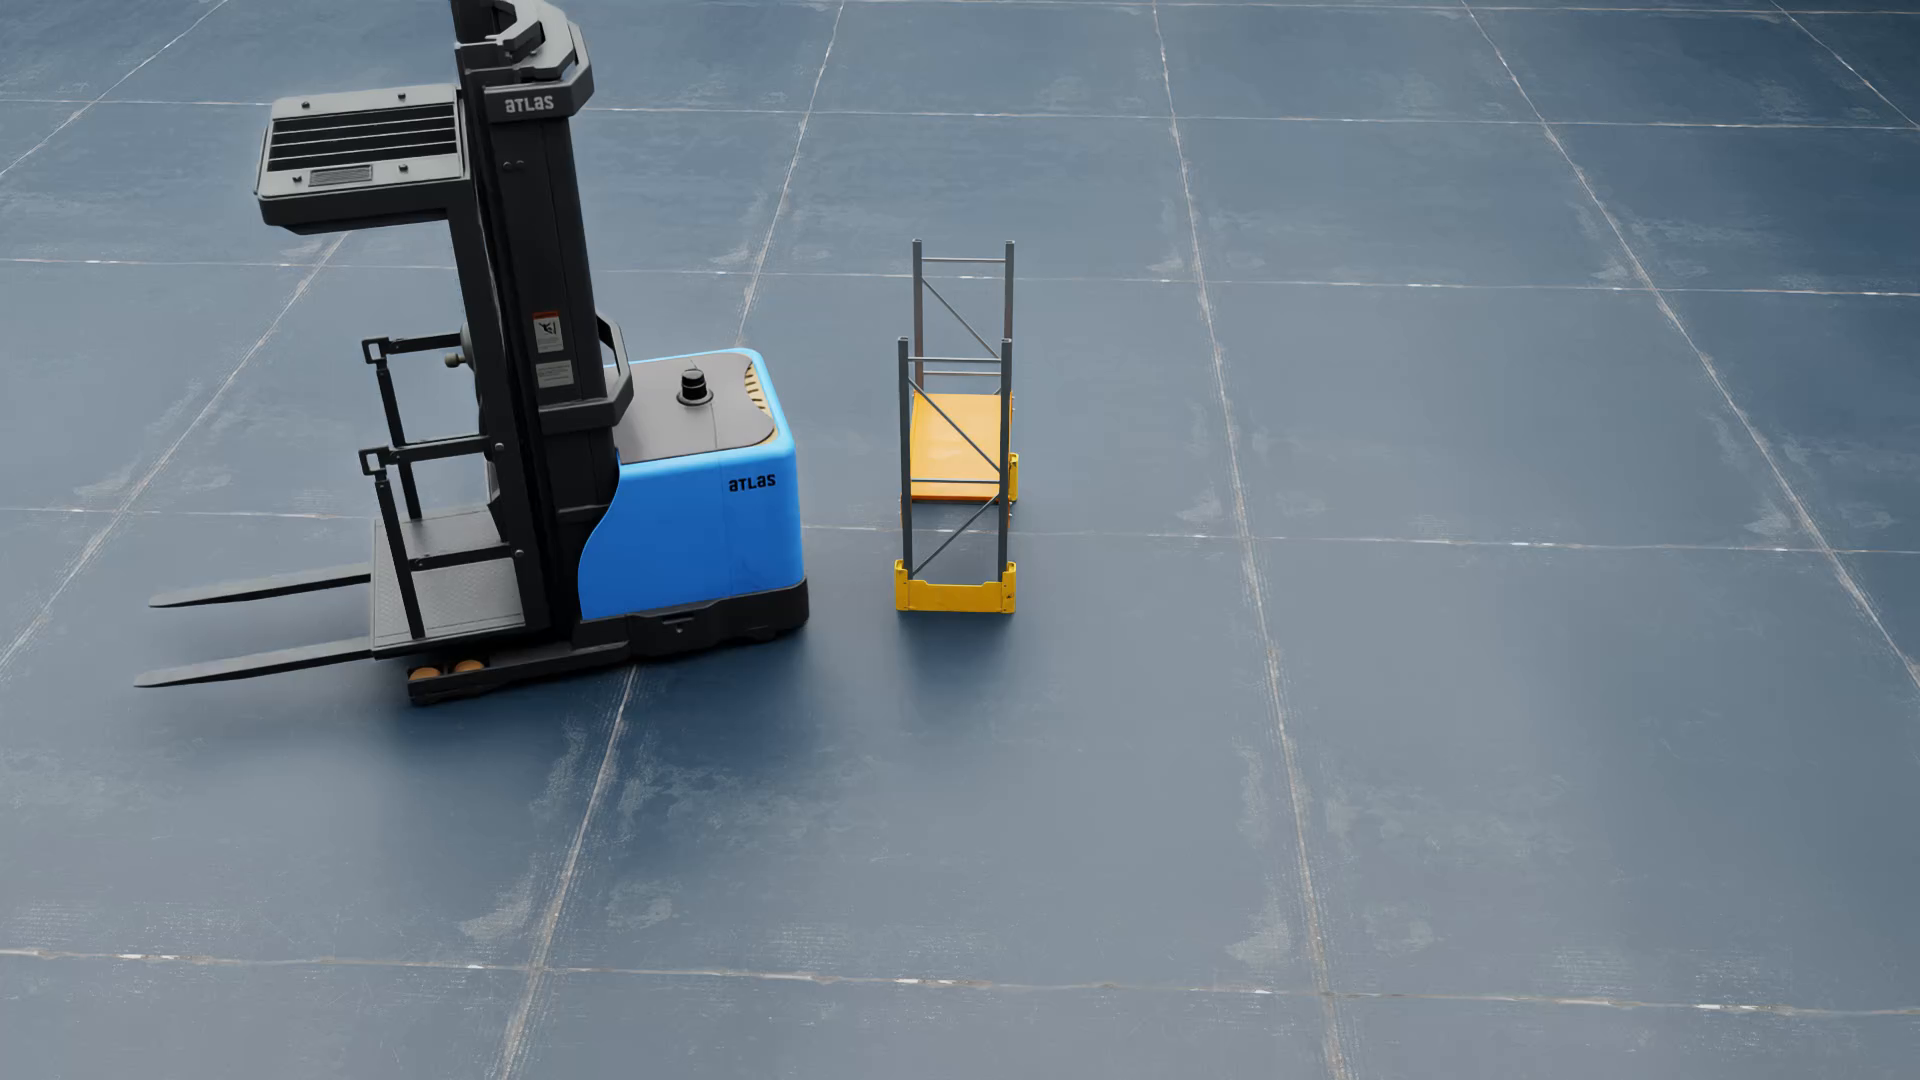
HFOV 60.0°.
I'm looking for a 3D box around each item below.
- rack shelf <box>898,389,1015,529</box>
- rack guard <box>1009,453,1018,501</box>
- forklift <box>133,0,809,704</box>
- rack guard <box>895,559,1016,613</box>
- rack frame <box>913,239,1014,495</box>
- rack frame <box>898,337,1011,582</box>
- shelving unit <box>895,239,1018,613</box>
[{"bbox_3d":[-0.003,-0.417,8.298,0.538,0.185,1.000,1,35,2],"label":"rack shelf"},{"bbox_3d":[0.017,-0.345,8.969,0.587,0.250,0.087,1,35,2],"label":"rack guard"},{"bbox_3d":[-2.305,-0.788,7.267,3.031,2.935,1.130,-9,36,-13],"label":"forklift"},{"bbox_3d":[-0.023,0.228,8.154,0.587,0.250,0.087,1,35,2],"label":"rack guard"},{"bbox_3d":[0.017,-0.857,8.610,0.500,1.500,0.032,1,35,2],"label":"rack frame"},{"bbox_3d":[-0.024,-0.273,7.779,0.500,1.500,0.032,1,35,2],"label":"rack frame"},{"bbox_3d":[-0.003,-0.570,8.202,0.587,1.500,1.083,1,35,2],"label":"shelving unit"}]
